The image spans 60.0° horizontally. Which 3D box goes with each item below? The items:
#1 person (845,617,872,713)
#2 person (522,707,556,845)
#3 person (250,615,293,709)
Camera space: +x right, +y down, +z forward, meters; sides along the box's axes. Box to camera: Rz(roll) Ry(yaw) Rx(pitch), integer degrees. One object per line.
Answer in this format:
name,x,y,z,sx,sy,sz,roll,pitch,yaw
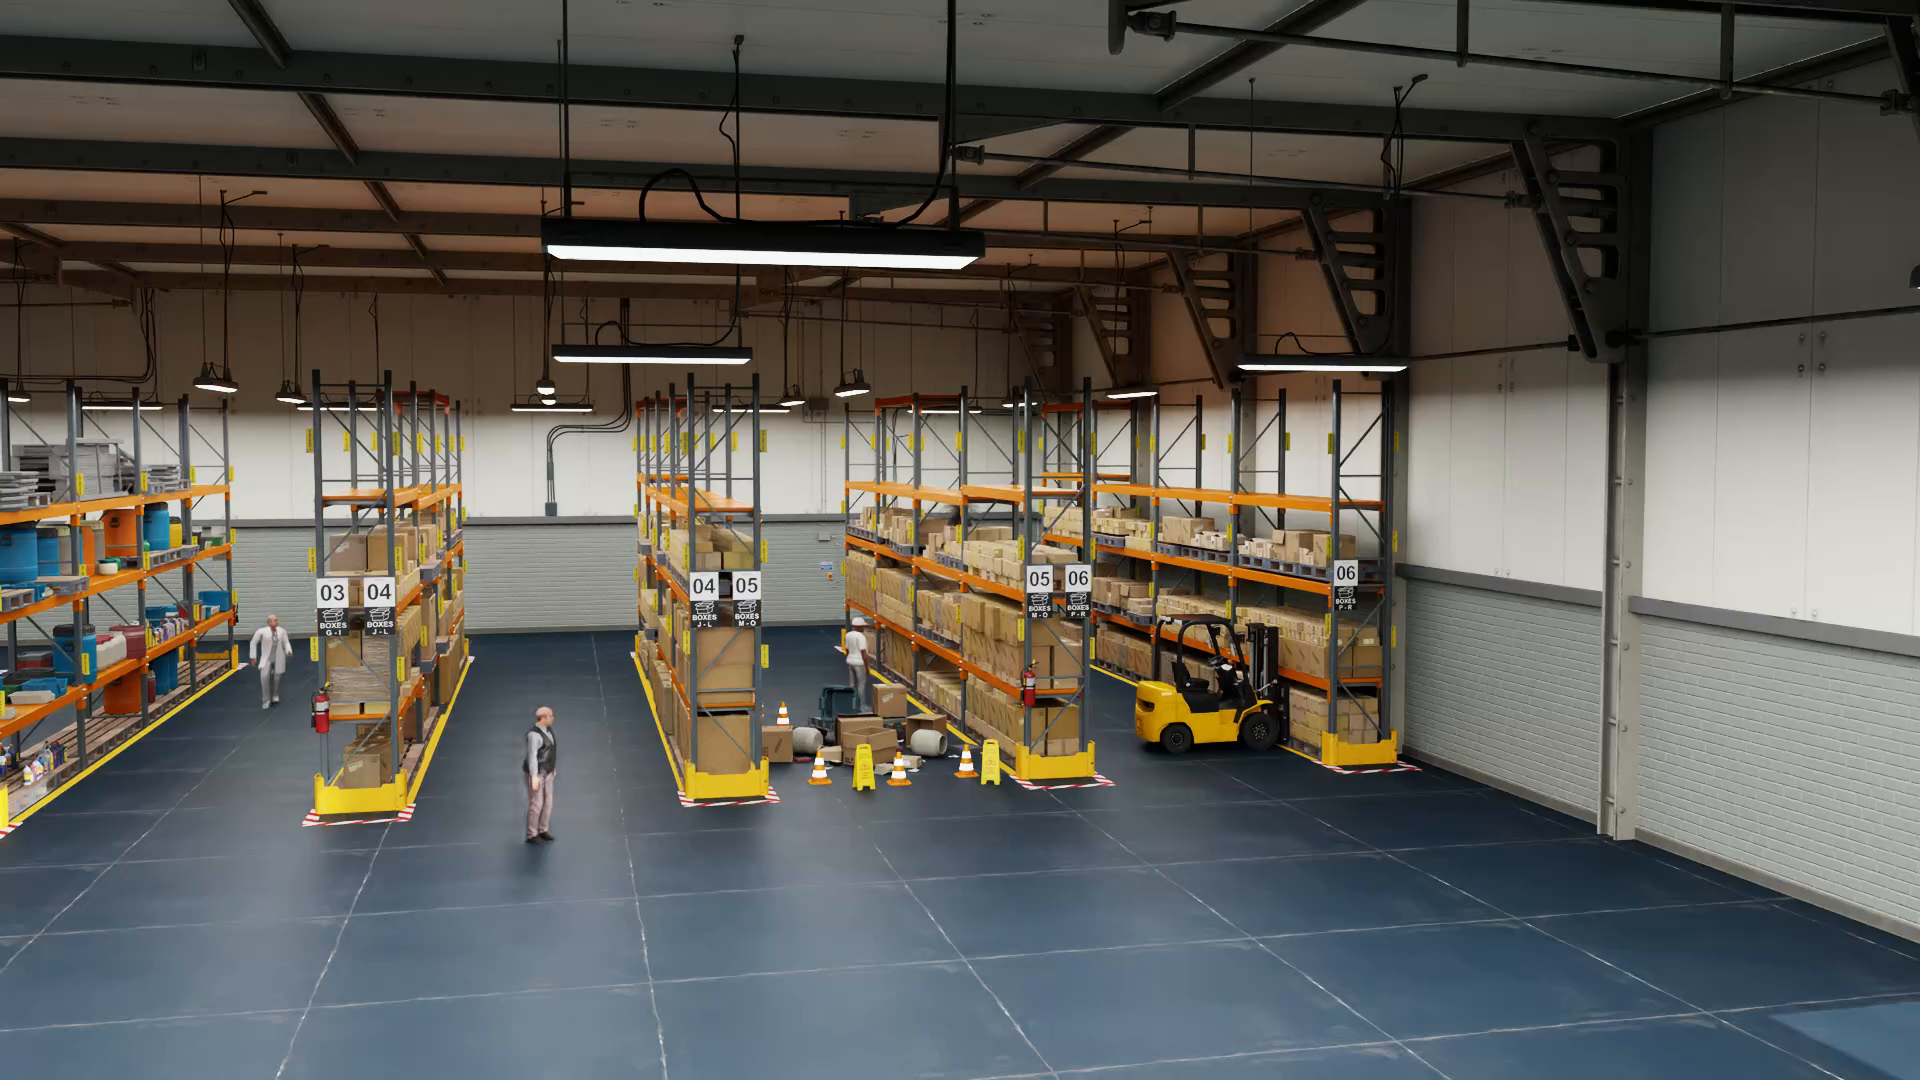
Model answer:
person,-1.872,2.322,30.969,0.417,1.770,0.630,-3,4,-40
person,-5.275,2.943,20.857,0.389,1.732,0.574,1,3,13
person,-13.182,2.334,31.871,0.786,1.814,0.935,-1,3,-15
